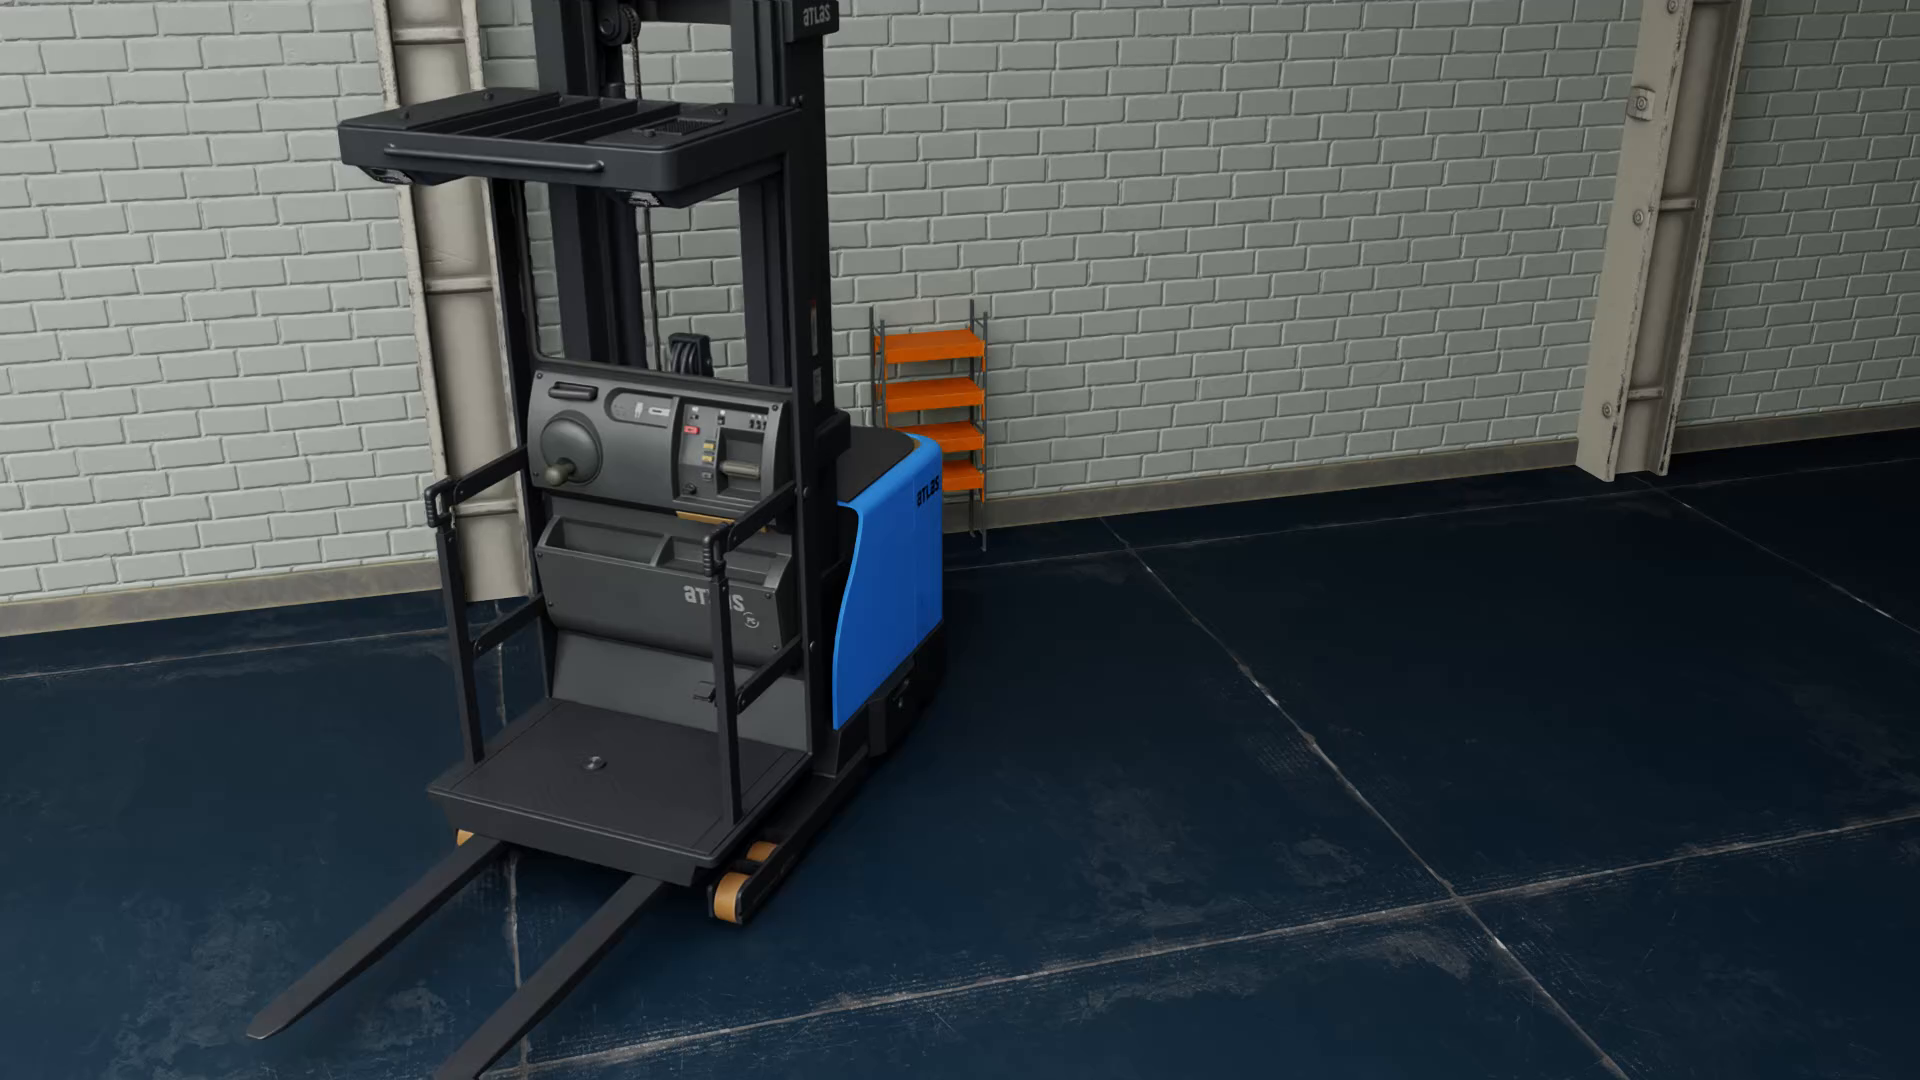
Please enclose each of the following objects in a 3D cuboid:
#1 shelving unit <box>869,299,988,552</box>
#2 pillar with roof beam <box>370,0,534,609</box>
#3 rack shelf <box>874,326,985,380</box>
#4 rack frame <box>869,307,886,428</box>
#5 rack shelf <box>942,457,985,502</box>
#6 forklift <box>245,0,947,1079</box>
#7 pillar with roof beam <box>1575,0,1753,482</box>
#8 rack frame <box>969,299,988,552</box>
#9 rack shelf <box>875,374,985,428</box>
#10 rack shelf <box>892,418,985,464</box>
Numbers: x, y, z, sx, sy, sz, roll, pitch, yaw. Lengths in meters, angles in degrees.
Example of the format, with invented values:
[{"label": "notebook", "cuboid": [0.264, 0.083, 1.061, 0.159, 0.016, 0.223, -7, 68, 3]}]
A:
[{"label": "shelving unit", "cuboid": [-0.147, -0.514, 7.926, 0.503, 1.200, 0.258, -7, 24, -15]}, {"label": "pillar with roof beam", "cuboid": [-0.978, -2.256, 2.094, 0.400, 9.000, 9.100, -6, 24, -14]}, {"label": "rack shelf", "cuboid": [-0.147, -0.875, 7.771, 0.480, 0.148, 0.258, -7, 24, -15]}, {"label": "rack frame", "cuboid": [-0.381, -0.487, 7.863, 0.015, 1.200, 0.240, -7, 24, -15]}, {"label": "rack shelf", "cuboid": [-0.147, -0.270, 8.030, 0.480, 0.148, 0.258, -7, 24, -15]}, {"label": "forklift", "cuboid": [-1.077, -0.297, 5.225, 1.130, 2.935, 3.031, 9, 25, 20]}, {"label": "pillar with roof beam", "cuboid": [4.799, -2.895, 3.584, 0.400, 9.000, 9.100, -6, 24, -14]}, {"label": "rack frame", "cuboid": [0.087, -0.541, 7.988, 0.015, 1.200, 0.240, -7, 24, -15]}, {"label": "rack shelf", "cuboid": [-0.147, -0.658, 7.864, 0.480, 0.148, 0.258, -7, 24, -15]}, {"label": "rack shelf", "cuboid": [-0.147, -0.452, 7.952, 0.480, 0.148, 0.258, -7, 24, -15]}]
